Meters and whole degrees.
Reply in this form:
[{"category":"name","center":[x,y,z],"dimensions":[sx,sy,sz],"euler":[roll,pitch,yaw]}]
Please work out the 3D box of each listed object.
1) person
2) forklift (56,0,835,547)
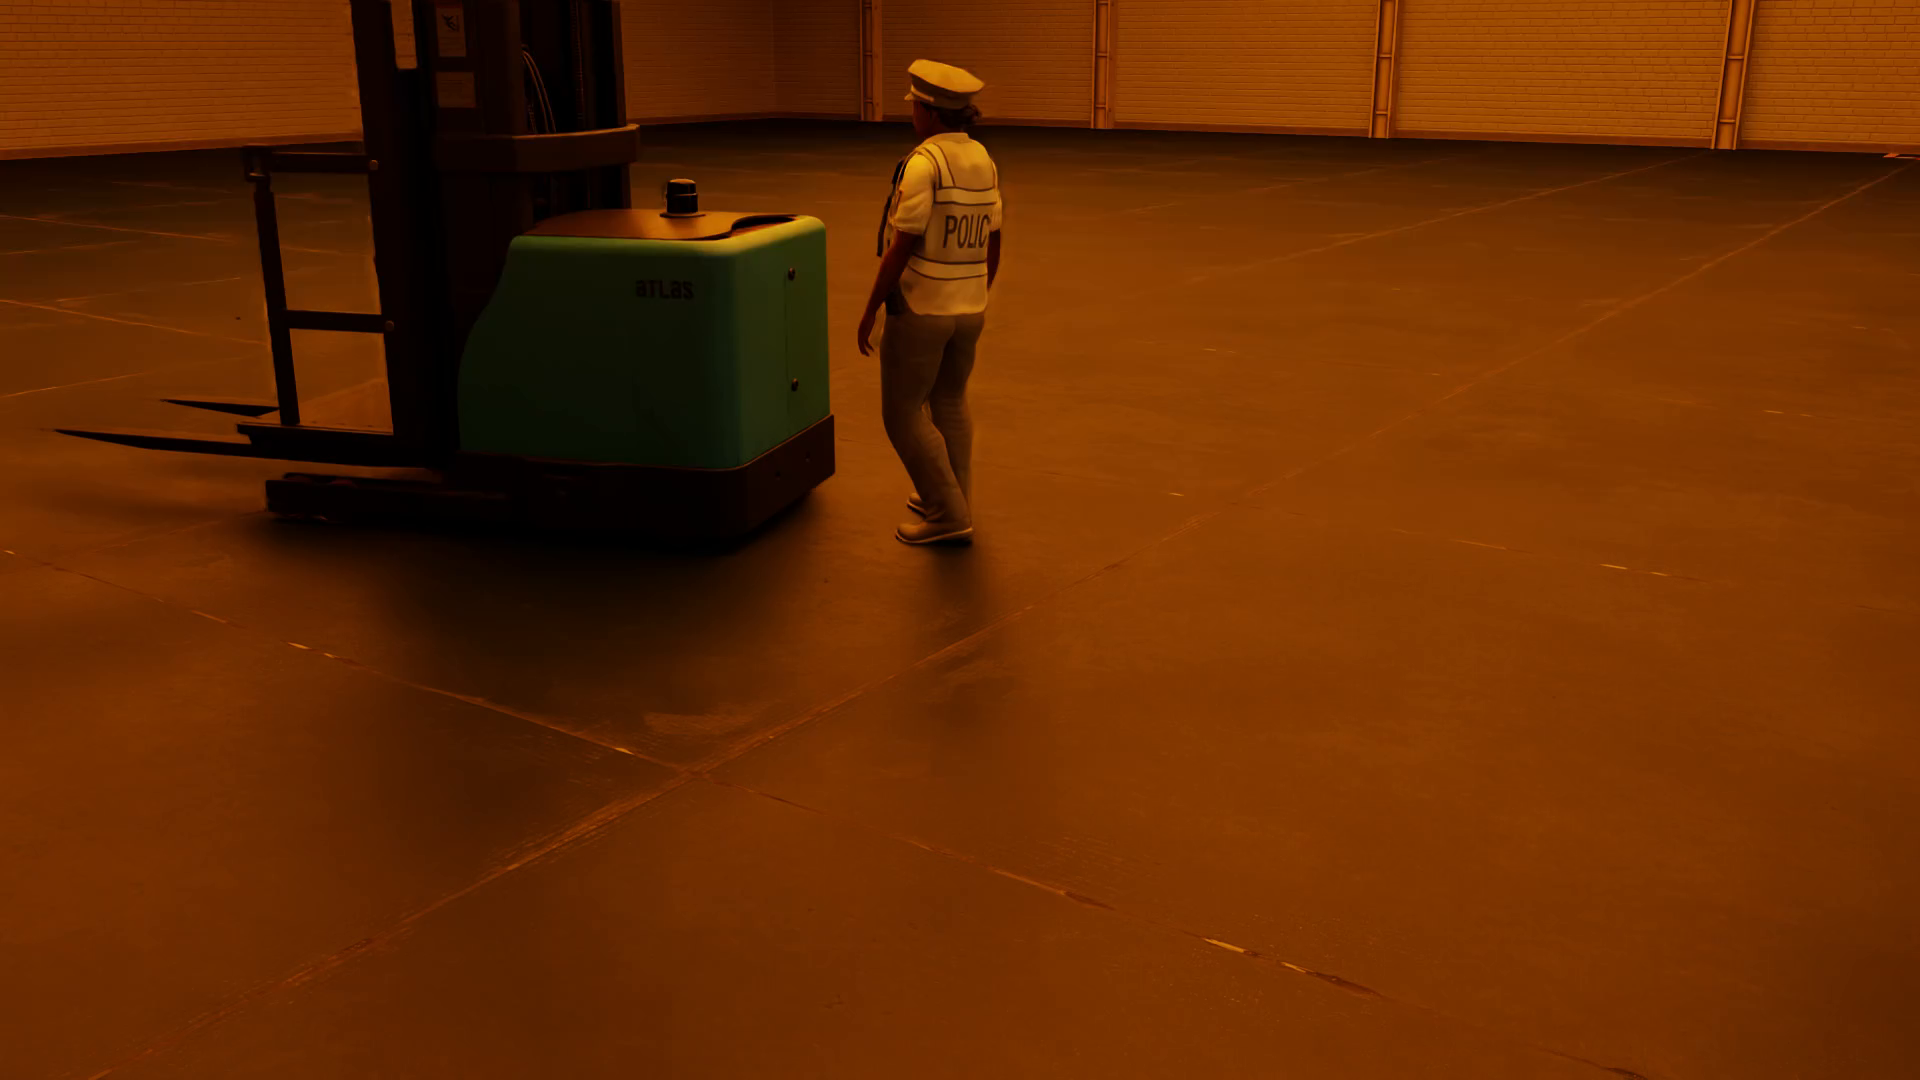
[{"category":"person","center":[-0.139,-0.812,5.814],"dimensions":[0.545,1.671,0.594],"euler":[14,22,39]},{"category":"forklift","center":[-2.070,-1.601,6.187],"dimensions":[3.031,2.935,1.130],"euler":[5,17,16]}]
